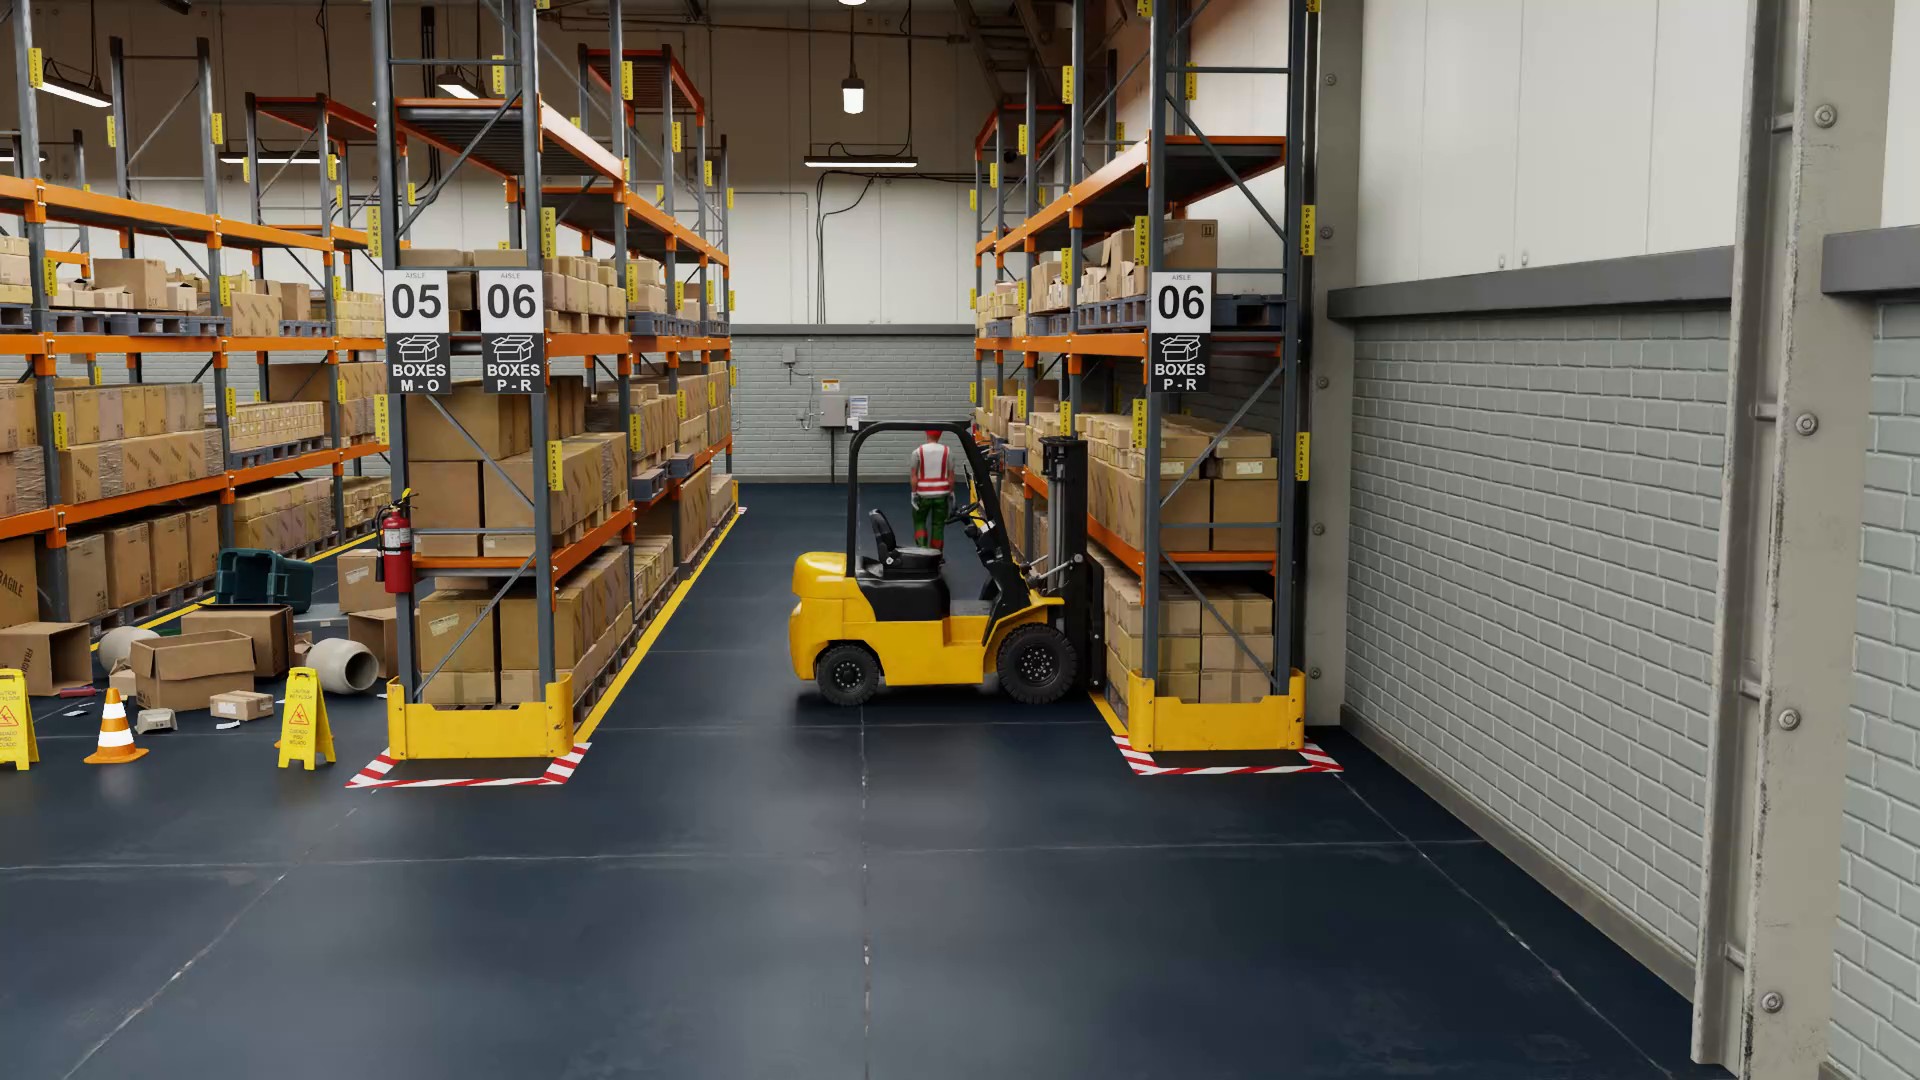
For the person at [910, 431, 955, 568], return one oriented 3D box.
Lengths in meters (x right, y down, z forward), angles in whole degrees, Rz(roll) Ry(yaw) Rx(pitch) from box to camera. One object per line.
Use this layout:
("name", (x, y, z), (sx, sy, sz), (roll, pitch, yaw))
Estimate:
("person", (-0.328, -0.530, 19.949), (0.547, 1.803, 0.452), (0, 7, -4))
